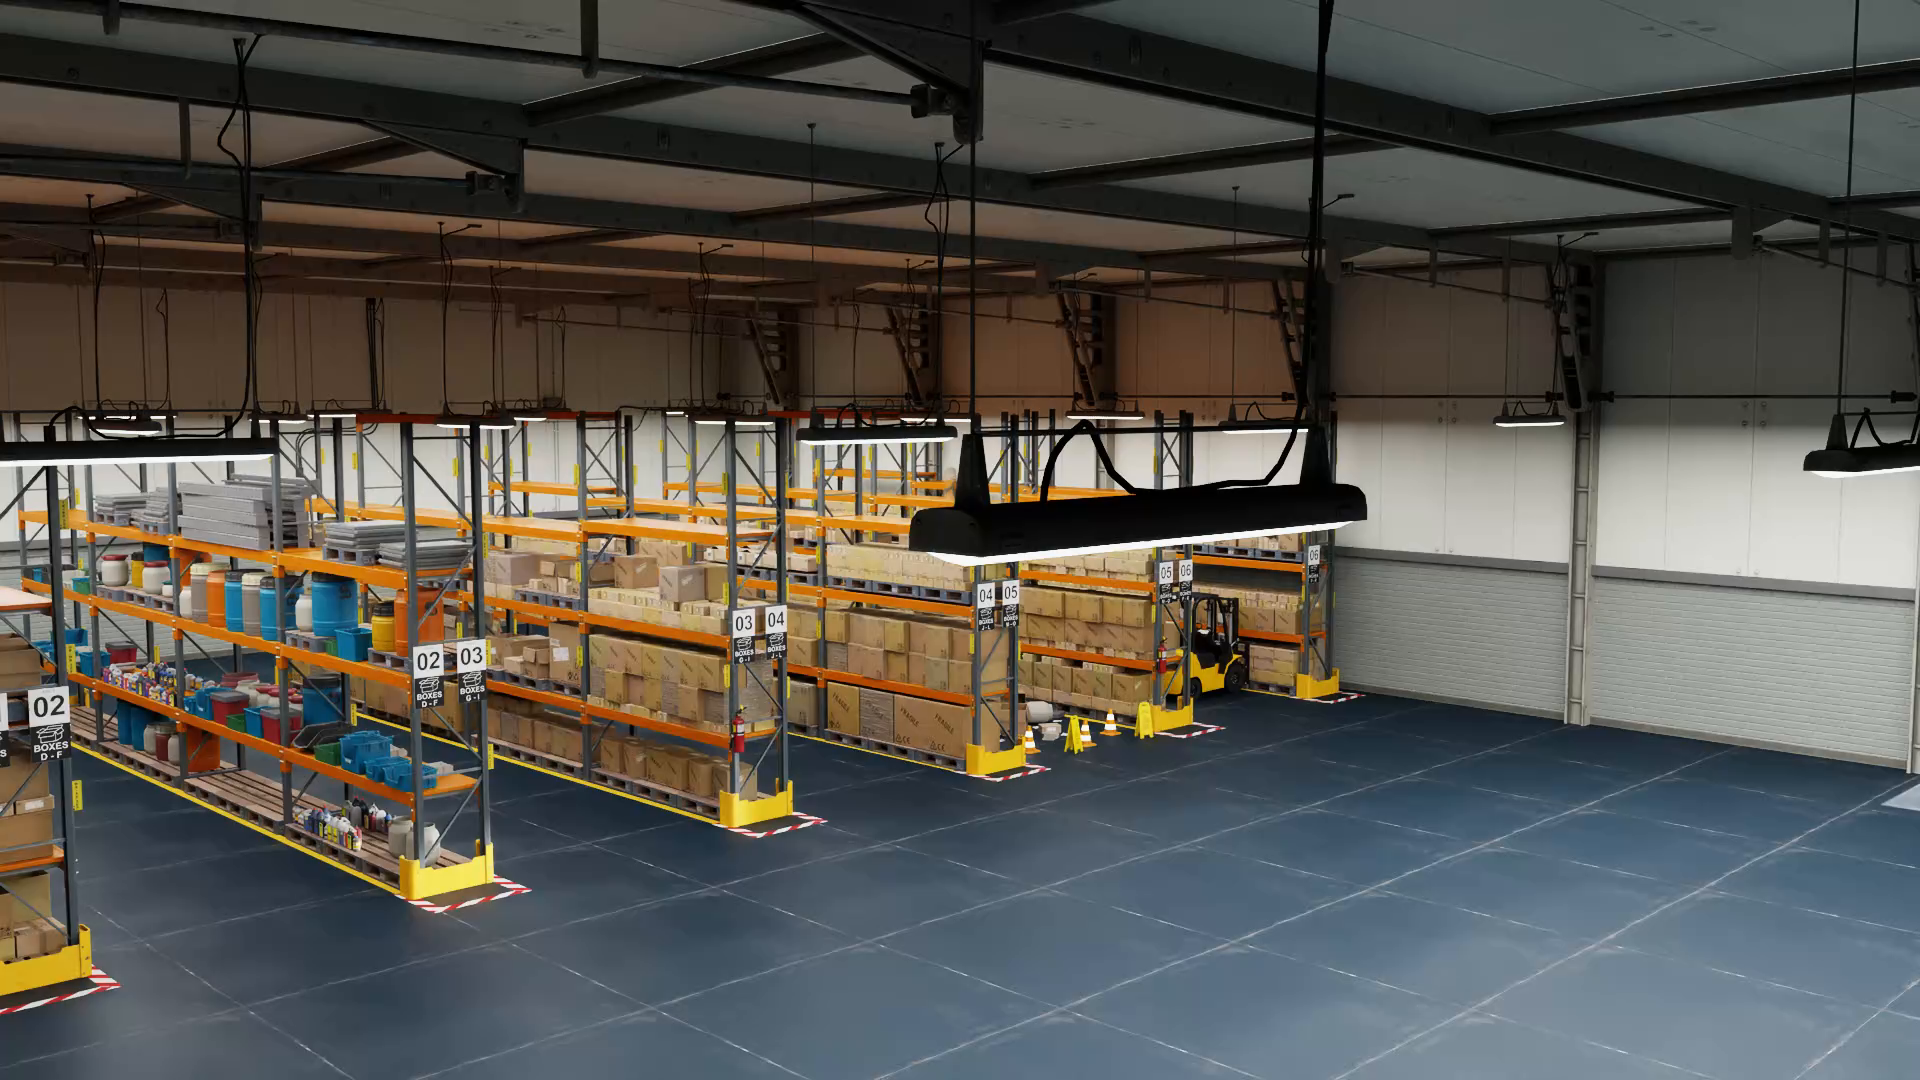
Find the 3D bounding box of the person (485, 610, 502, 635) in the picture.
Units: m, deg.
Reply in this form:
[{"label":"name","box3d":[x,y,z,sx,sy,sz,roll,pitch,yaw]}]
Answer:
[{"label":"person","box3d":[-10.363,2.343,36.689,0.592,1.635,0.621,-4,6,-36]}]
